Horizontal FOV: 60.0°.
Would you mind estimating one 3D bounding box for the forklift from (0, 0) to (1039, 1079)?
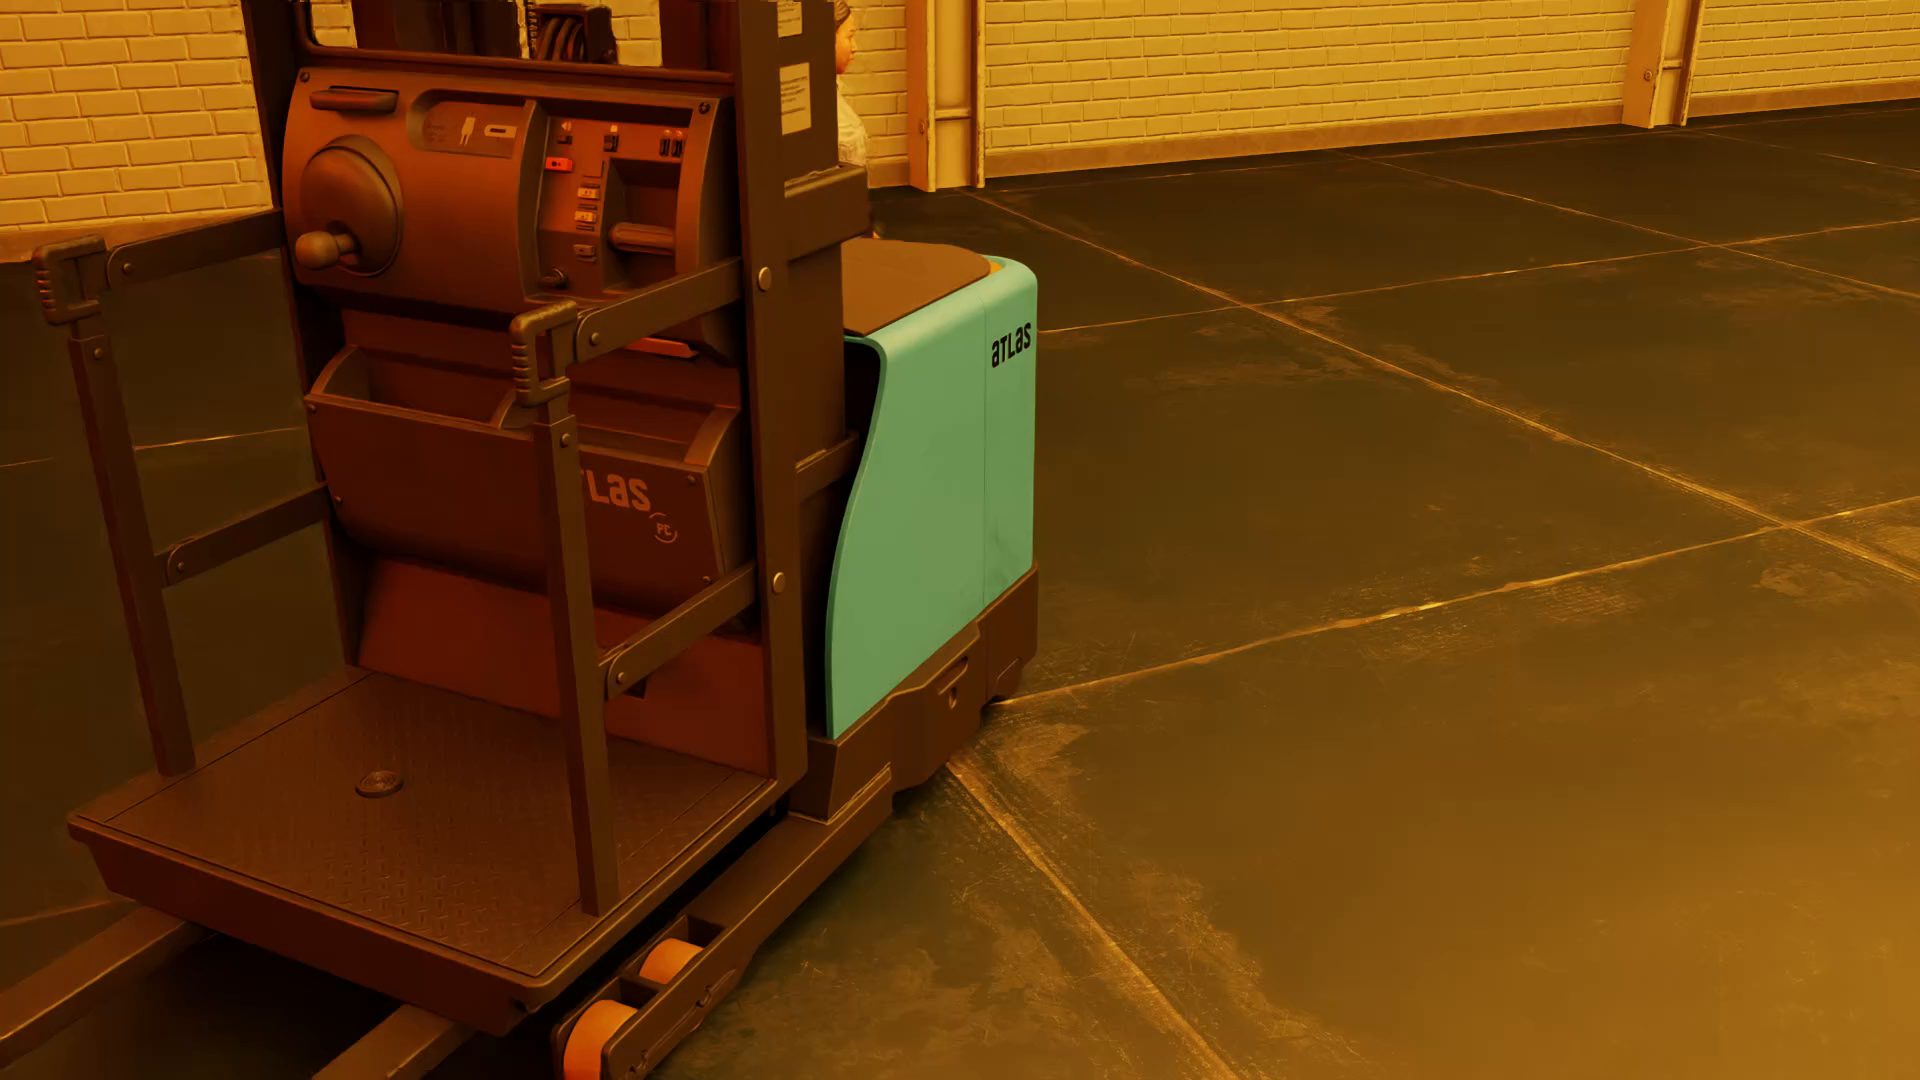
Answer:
[{"bbox_3d":[-0.912,-0.596,2.720,1.130,2.935,3.031,11,25,24],"label":"forklift"}]

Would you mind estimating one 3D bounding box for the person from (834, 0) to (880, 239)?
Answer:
[{"bbox_3d":[-0.434,-0.942,5.365,0.494,1.569,0.838,4,23,9],"label":"person"}]
